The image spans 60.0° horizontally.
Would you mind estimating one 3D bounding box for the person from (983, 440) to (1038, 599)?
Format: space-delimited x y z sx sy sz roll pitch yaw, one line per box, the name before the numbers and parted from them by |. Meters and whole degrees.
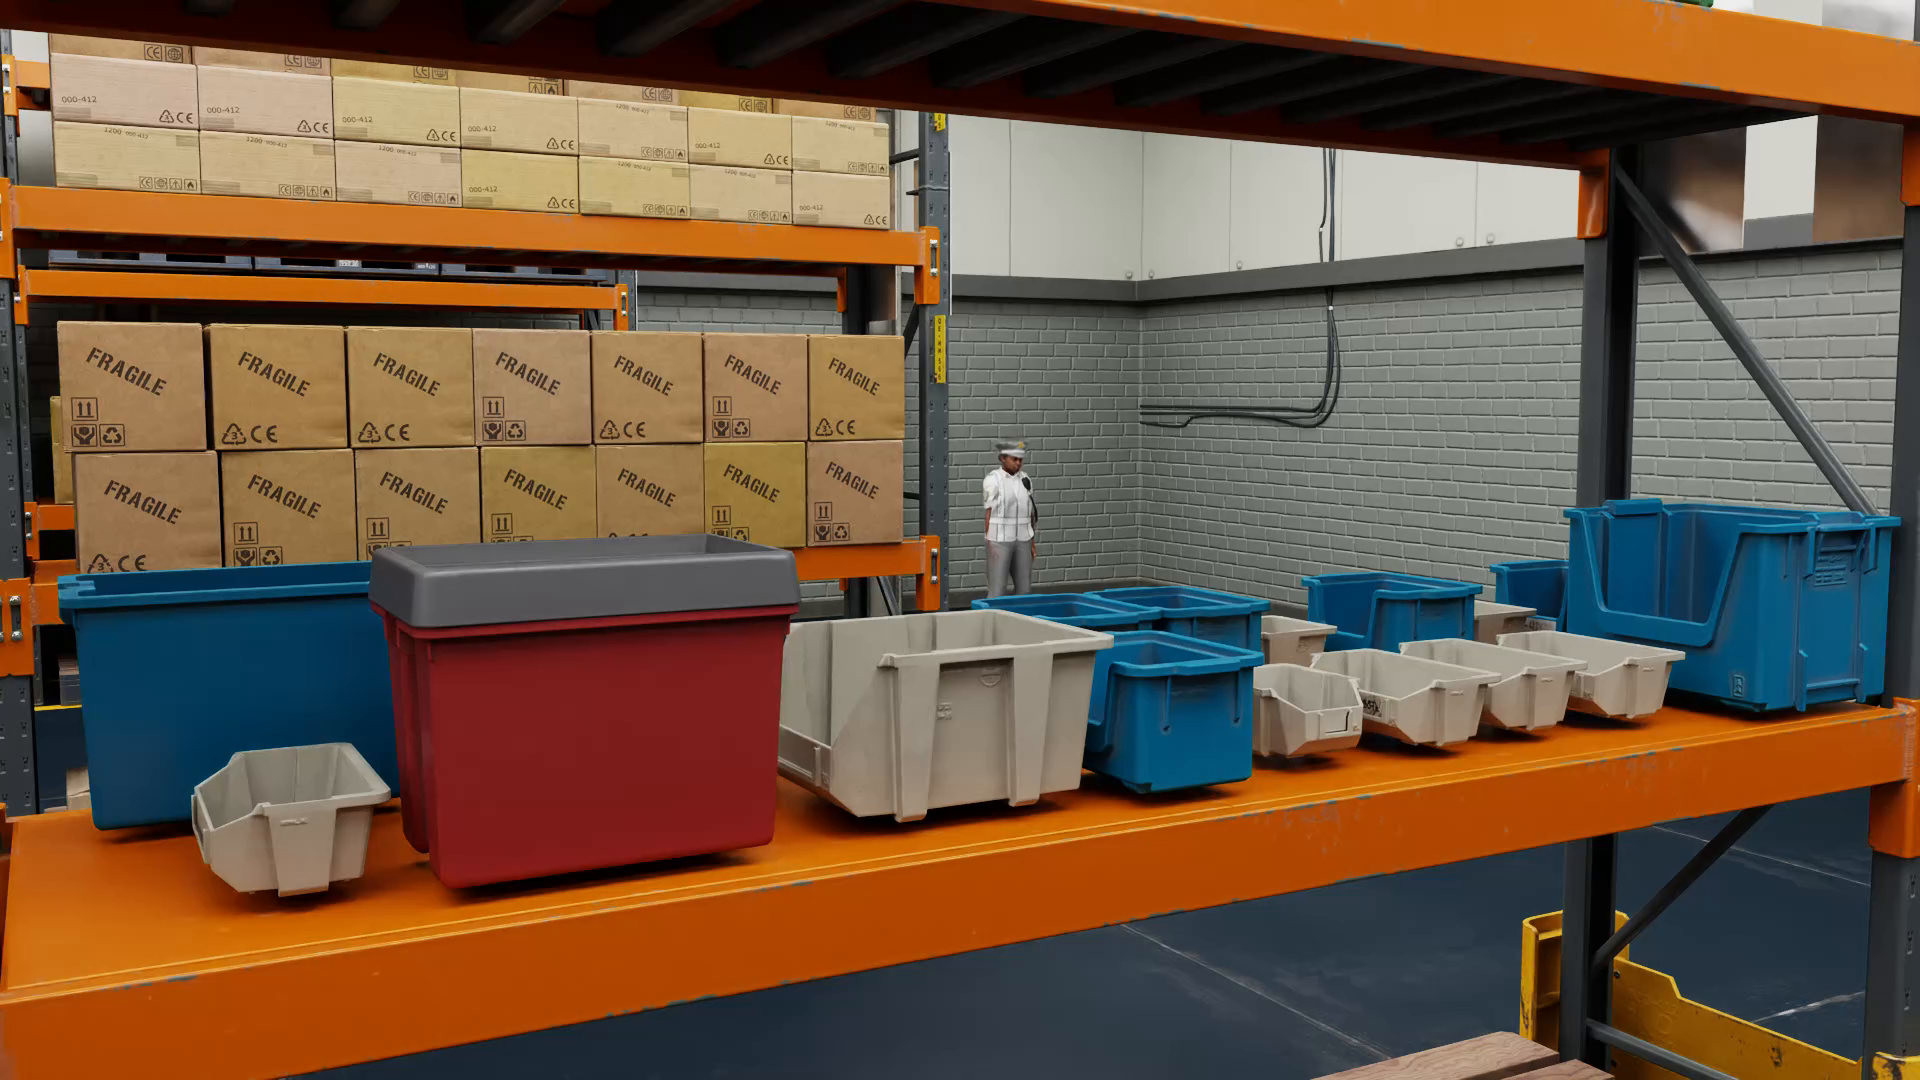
person | 0.401 0.048 13.064 0.438 1.659 0.341 -3 6 -28
